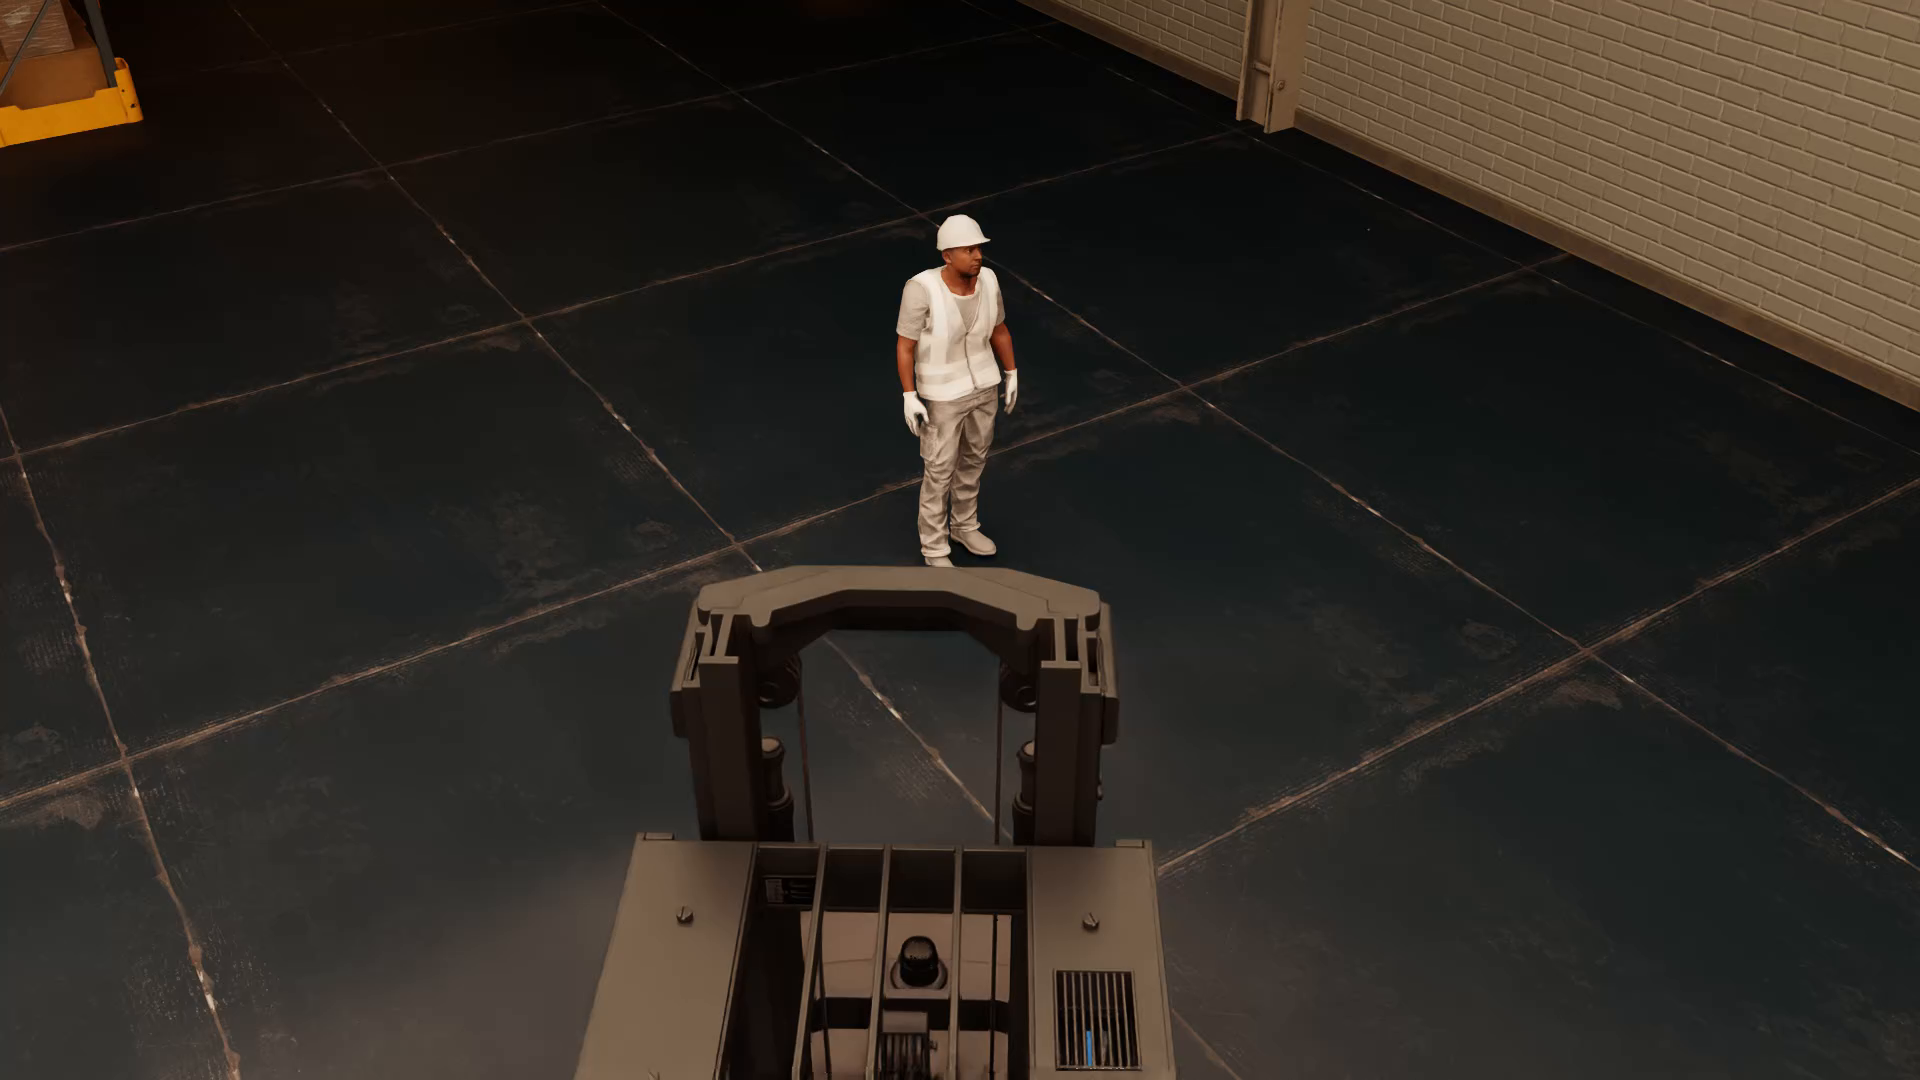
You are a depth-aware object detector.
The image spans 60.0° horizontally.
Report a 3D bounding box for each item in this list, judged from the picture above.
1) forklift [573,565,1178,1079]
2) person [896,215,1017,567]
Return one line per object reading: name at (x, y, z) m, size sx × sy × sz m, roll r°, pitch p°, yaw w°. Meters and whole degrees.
forklift at (-0.145, 1.635, 3.821) m, size 1.130 × 2.935 × 3.031 m, roll 1°, pitch 35°, yaw 1°
person at (0.032, -0.698, 8.127) m, size 0.656 × 1.782 × 0.577 m, roll -21°, pitch 40°, yaw -27°
